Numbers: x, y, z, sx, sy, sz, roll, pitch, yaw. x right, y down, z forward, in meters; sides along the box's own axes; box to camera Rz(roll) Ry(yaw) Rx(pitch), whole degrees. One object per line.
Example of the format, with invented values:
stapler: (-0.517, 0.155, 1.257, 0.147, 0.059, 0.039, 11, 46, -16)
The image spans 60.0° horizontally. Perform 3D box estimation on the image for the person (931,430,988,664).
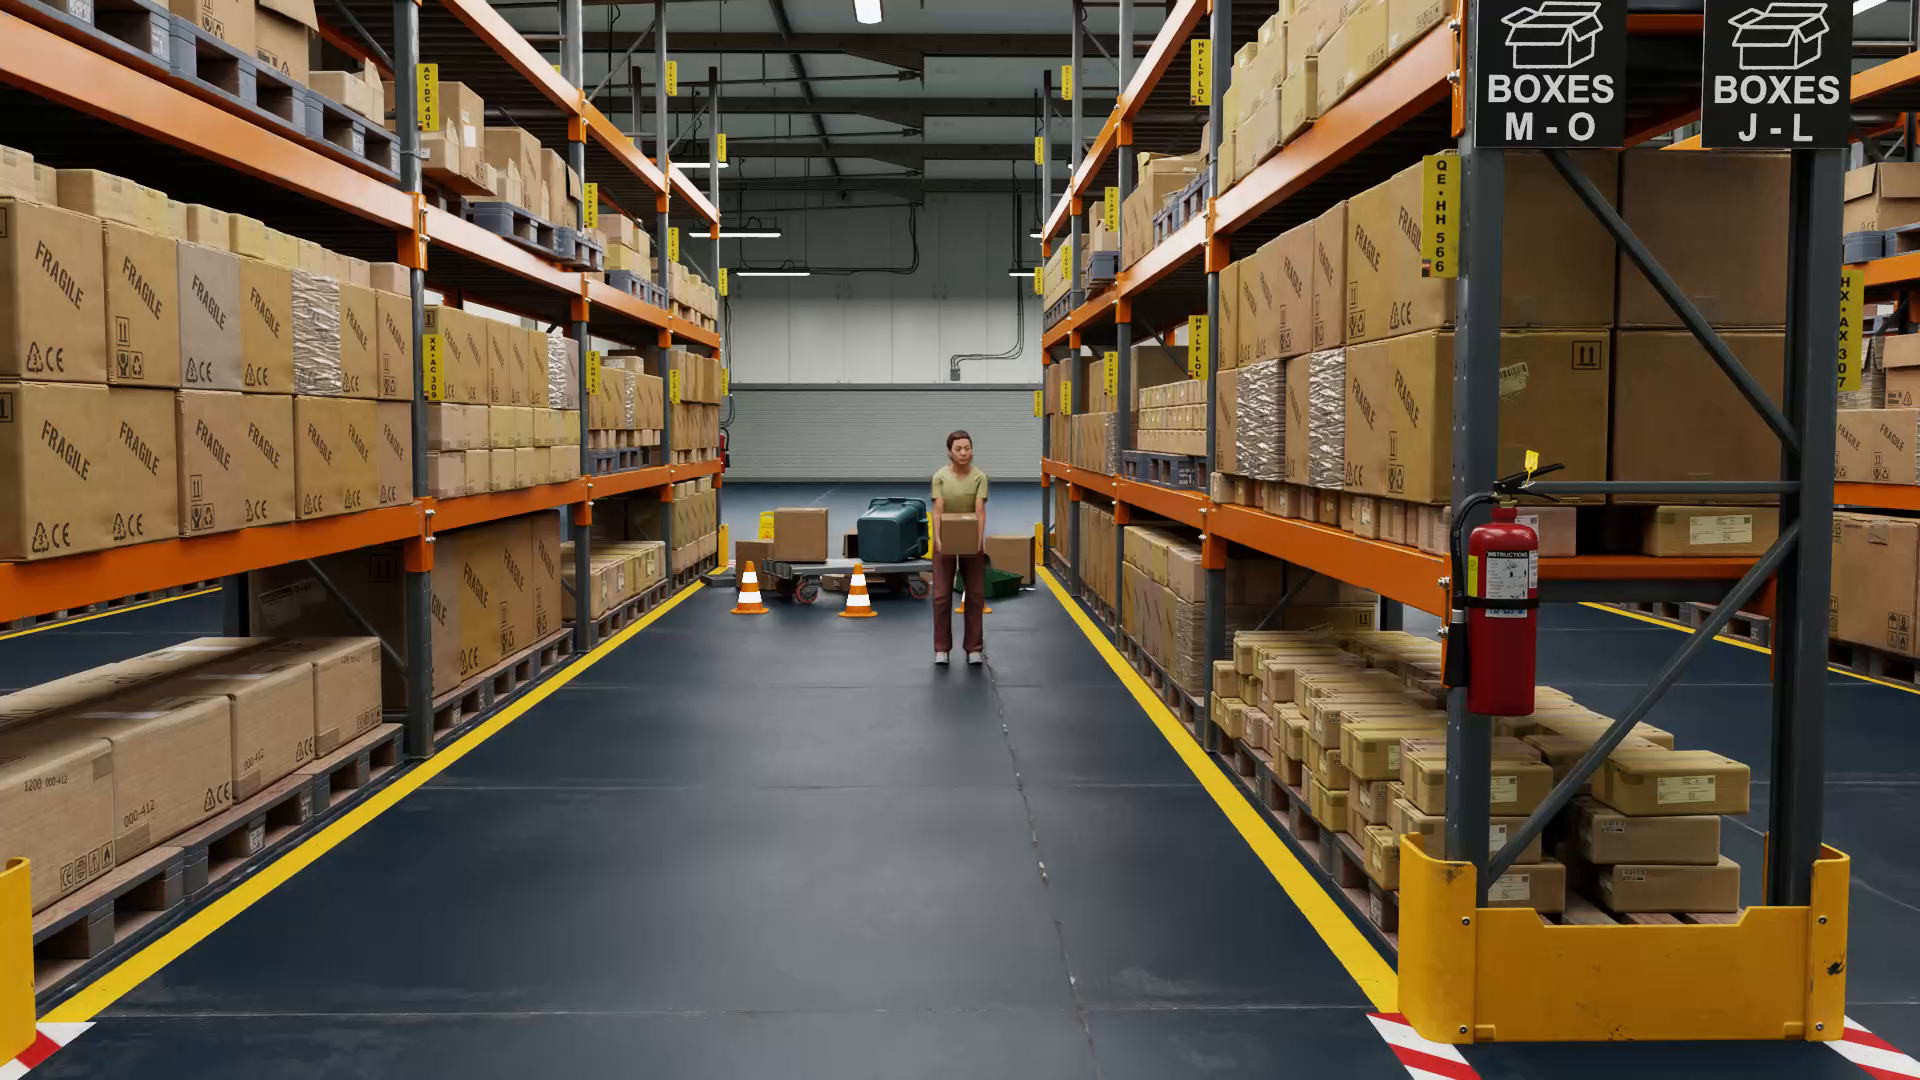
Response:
person: (-0.003, 0.054, 11.798, 0.409, 1.661, 0.511, 0, 4, -2)
